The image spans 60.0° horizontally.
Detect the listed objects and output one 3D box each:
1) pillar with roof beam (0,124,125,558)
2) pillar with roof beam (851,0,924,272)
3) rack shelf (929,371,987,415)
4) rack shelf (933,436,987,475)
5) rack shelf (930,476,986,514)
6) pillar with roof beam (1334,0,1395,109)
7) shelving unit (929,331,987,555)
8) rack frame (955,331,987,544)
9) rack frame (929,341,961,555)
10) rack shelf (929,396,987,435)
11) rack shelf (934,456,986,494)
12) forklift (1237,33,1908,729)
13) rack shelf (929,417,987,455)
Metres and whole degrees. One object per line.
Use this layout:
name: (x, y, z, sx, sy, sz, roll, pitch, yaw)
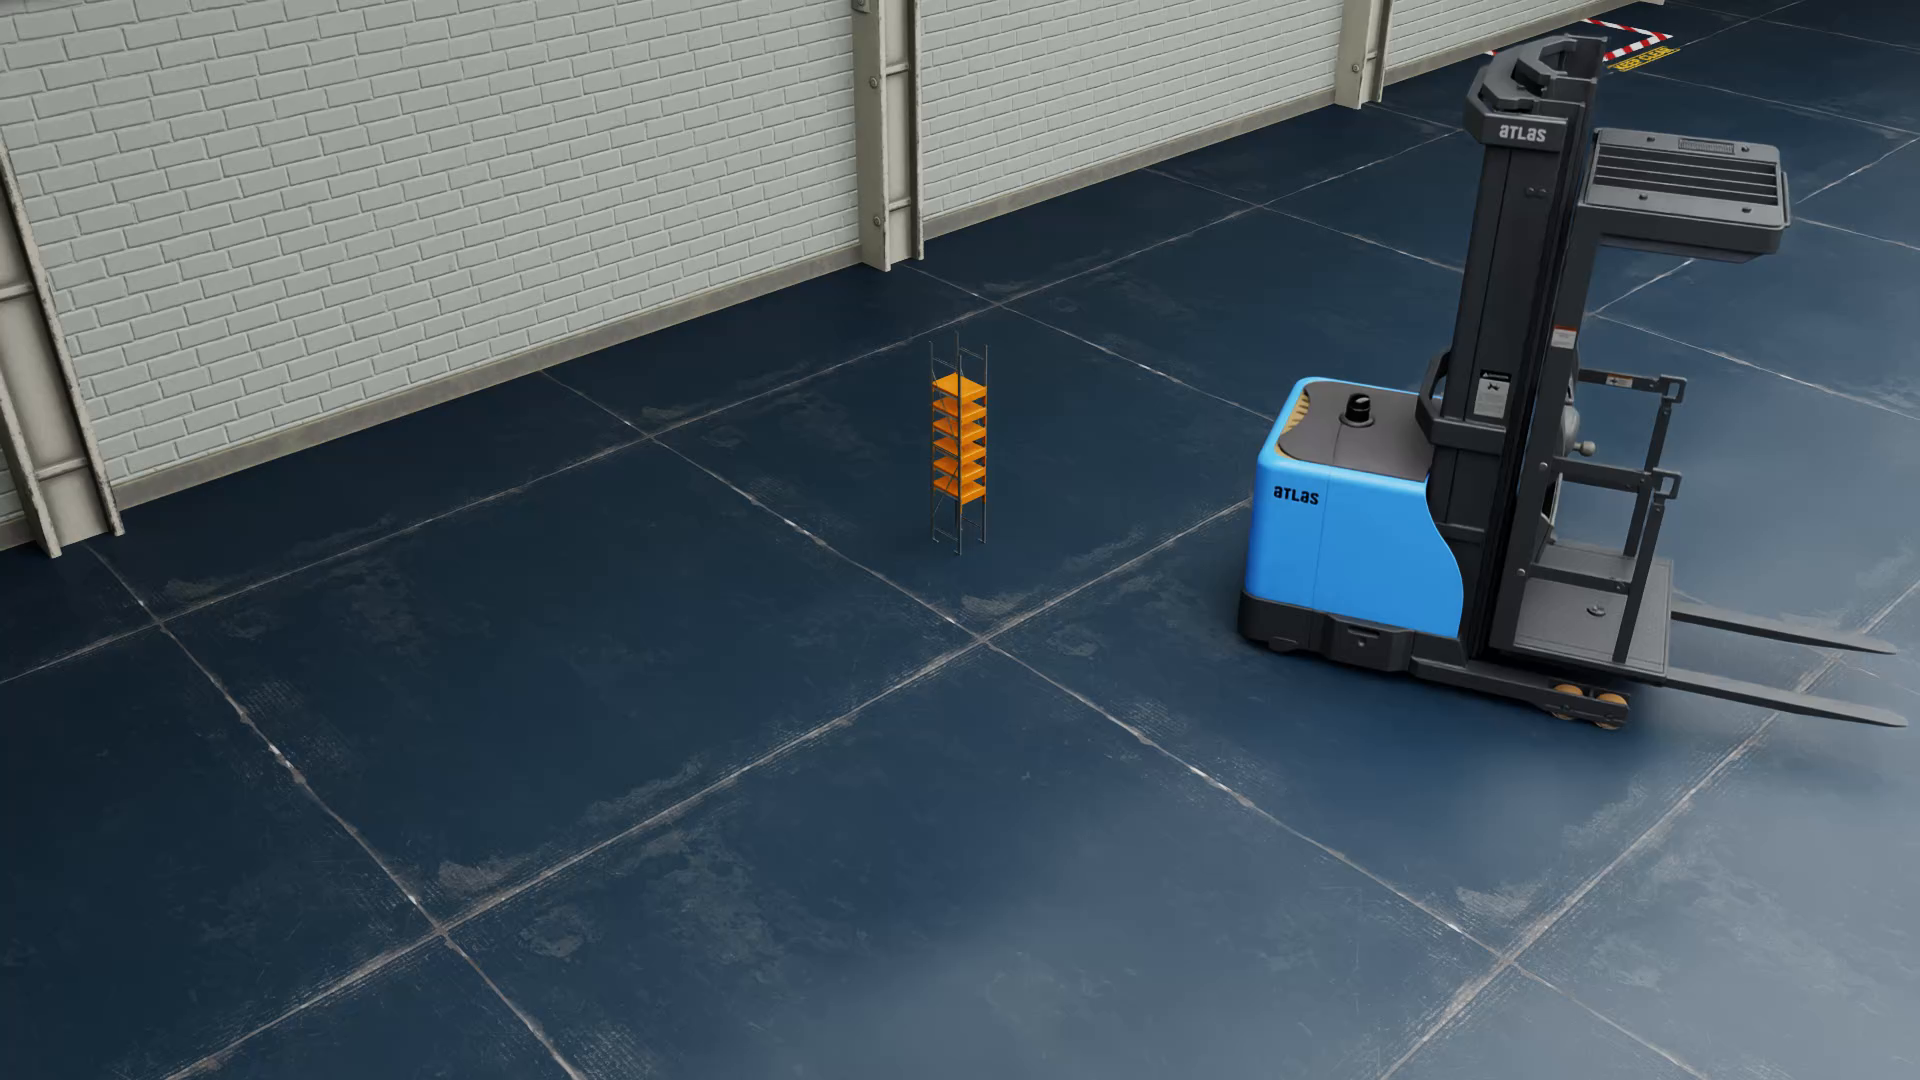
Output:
pillar with roof beam: (-1.996, -2.220, 4.254, 0.400, 9.000, 9.100, -26, 40, -35)
pillar with roof beam: (2.403, -4.348, 7.734, 0.400, 9.000, 9.100, -26, 40, -35)
rack shelf: (-0.011, -0.776, 8.764, 0.180, 0.103, 0.258, -26, 40, -35)
rack shelf: (-0.011, -0.469, 8.952, 0.180, 0.103, 0.258, -26, 40, -35)
rack shelf: (-0.011, -0.264, 9.077, 0.180, 0.103, 0.258, -26, 40, -35)
pillar with roof beam: (6.803, -6.476, 11.215, 0.400, 9.000, 9.100, -26, 40, -35)
shelving unit: (-0.011, -0.507, 8.929, 0.189, 1.200, 0.258, -26, 40, -35)
rack frame: (0.056, -0.539, 8.982, 0.006, 1.200, 0.240, -26, 40, -35)
rack frame: (-0.078, -0.474, 8.876, 0.006, 1.200, 0.240, -26, 40, -35)
rack shelf: (-0.011, -0.674, 8.827, 0.180, 0.103, 0.258, -26, 40, -35)
rack shelf: (-0.011, -0.366, 9.014, 0.180, 0.103, 0.258, -26, 40, -35)
forklift: (2.967, -0.678, 7.549, 3.031, 2.935, 1.130, 12, 33, 18)
rack shelf: (-0.011, -0.571, 8.889, 0.180, 0.103, 0.258, -26, 40, -35)
